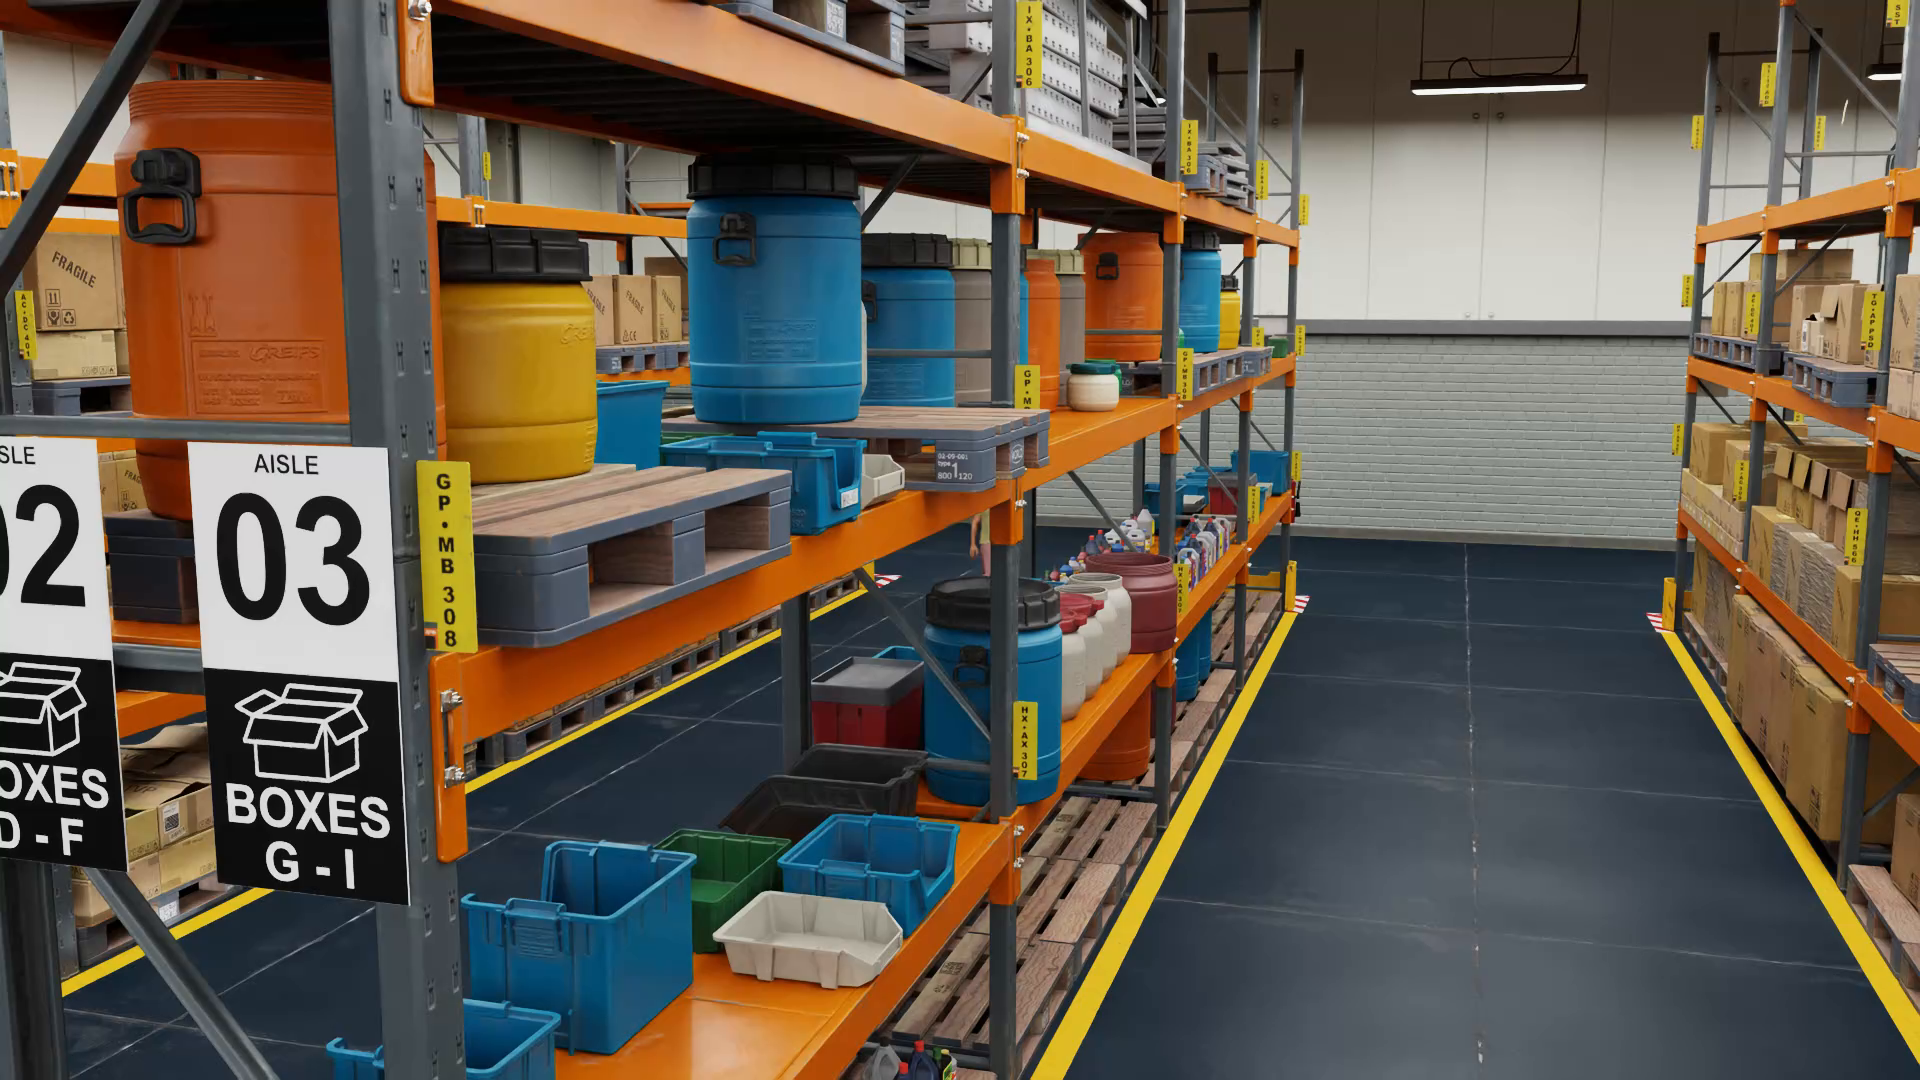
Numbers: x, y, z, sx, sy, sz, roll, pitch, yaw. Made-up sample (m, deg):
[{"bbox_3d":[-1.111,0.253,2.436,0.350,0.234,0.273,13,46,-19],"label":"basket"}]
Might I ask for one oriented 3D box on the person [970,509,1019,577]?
[{"bbox_3d":[0.384,0.090,17.221,0.492,1.692,0.487,-3,9,-17],"label":"person"}]
